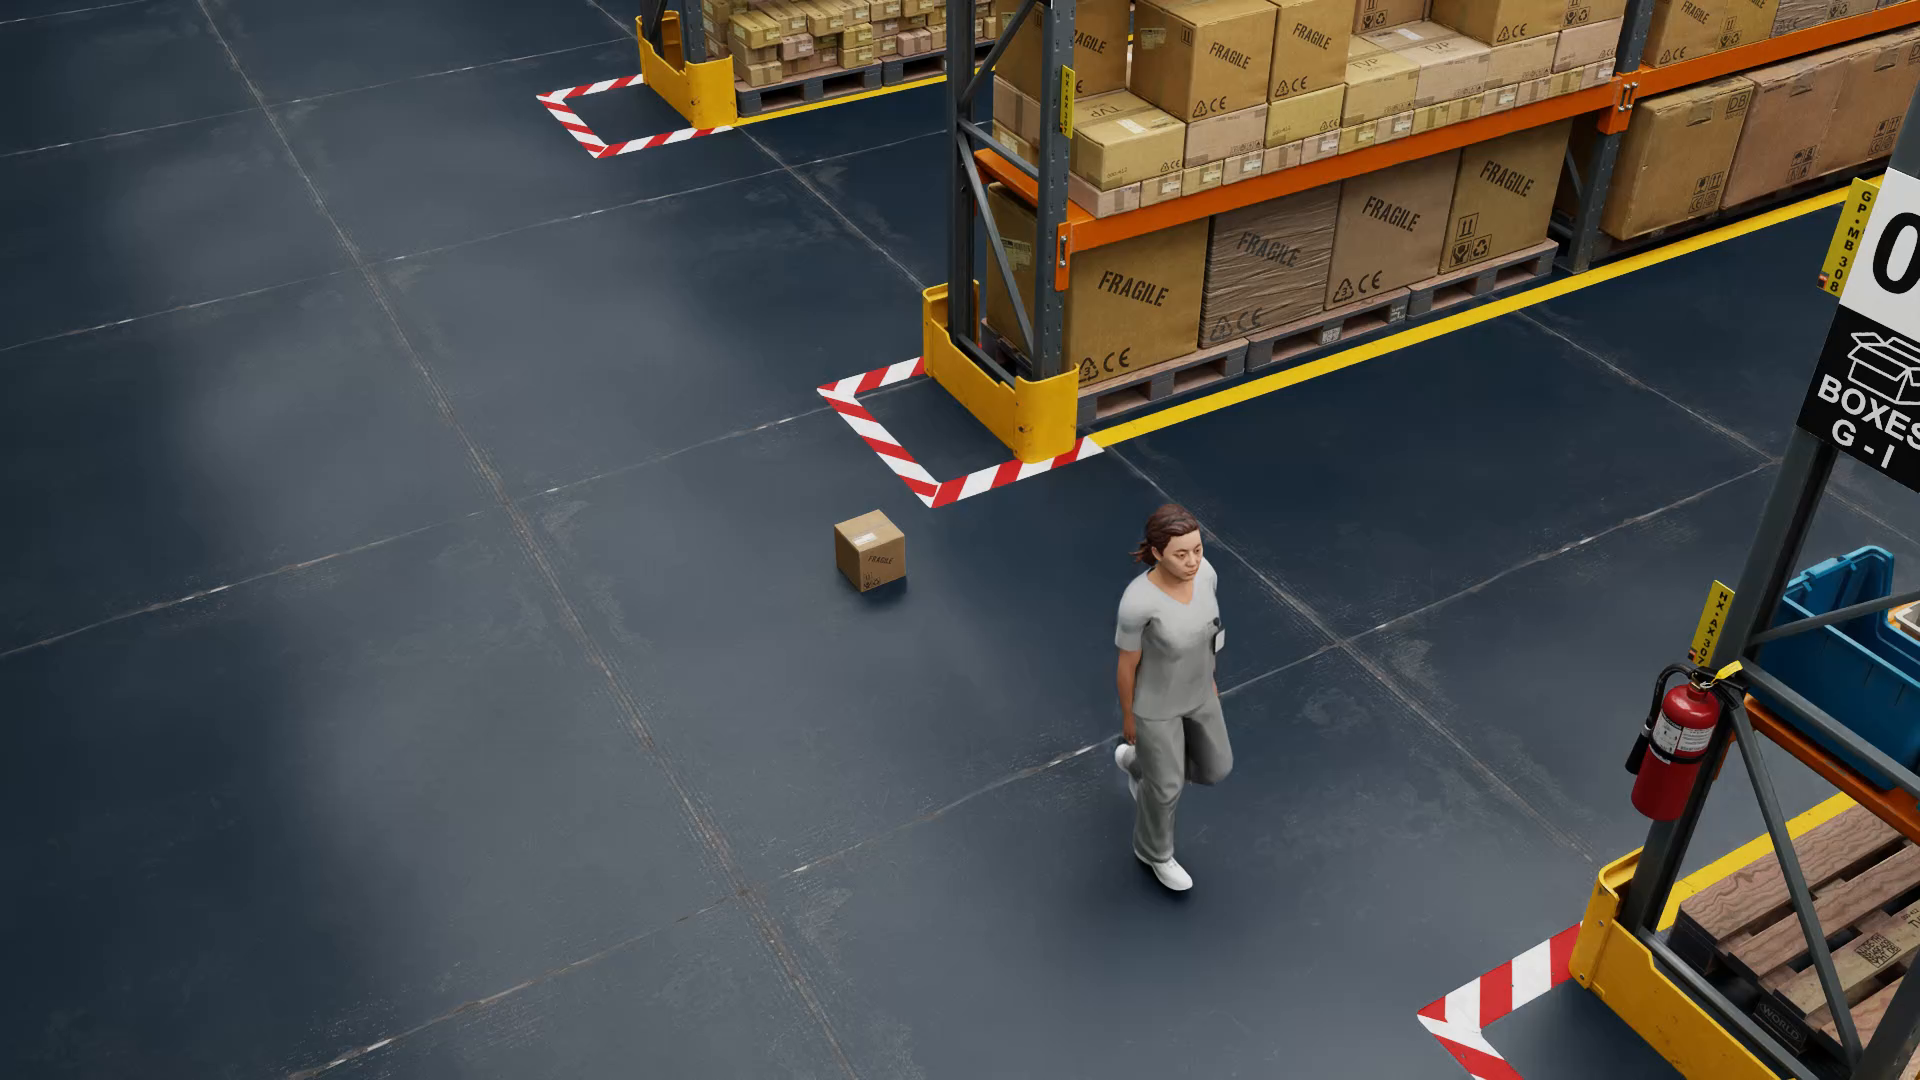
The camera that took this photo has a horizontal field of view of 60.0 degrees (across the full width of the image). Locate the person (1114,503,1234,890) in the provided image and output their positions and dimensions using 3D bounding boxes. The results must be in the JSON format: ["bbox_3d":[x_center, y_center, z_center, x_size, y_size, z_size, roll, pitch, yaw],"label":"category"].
[{"bbox_3d":[0.747,0.562,6.140,0.459,1.660,0.559,-24,43,-28],"label":"person"}]
